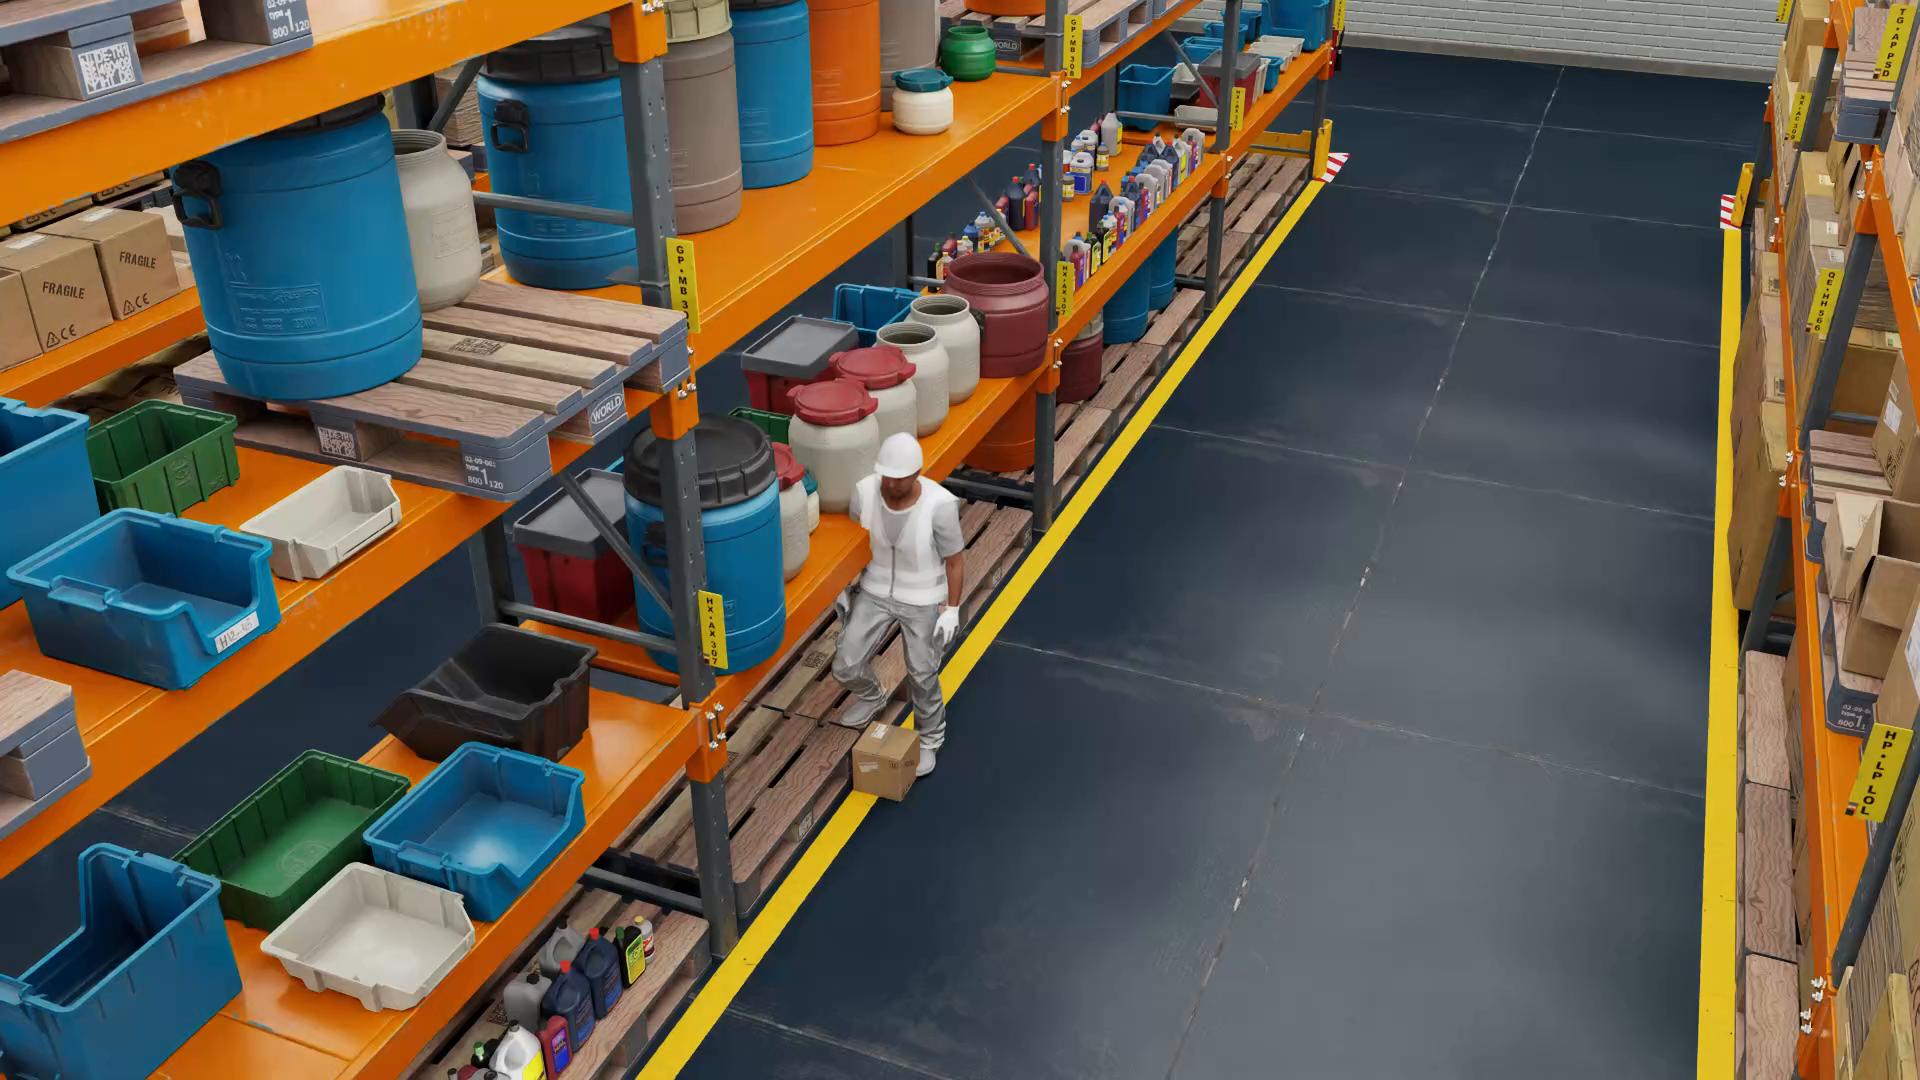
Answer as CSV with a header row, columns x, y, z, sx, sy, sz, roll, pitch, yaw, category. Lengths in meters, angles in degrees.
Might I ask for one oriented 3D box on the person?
x,y,z,sx,sy,sz,roll,pitch,yaw,category
-0.299,0.307,7.838,0.620,1.780,0.519,10,31,17,person
